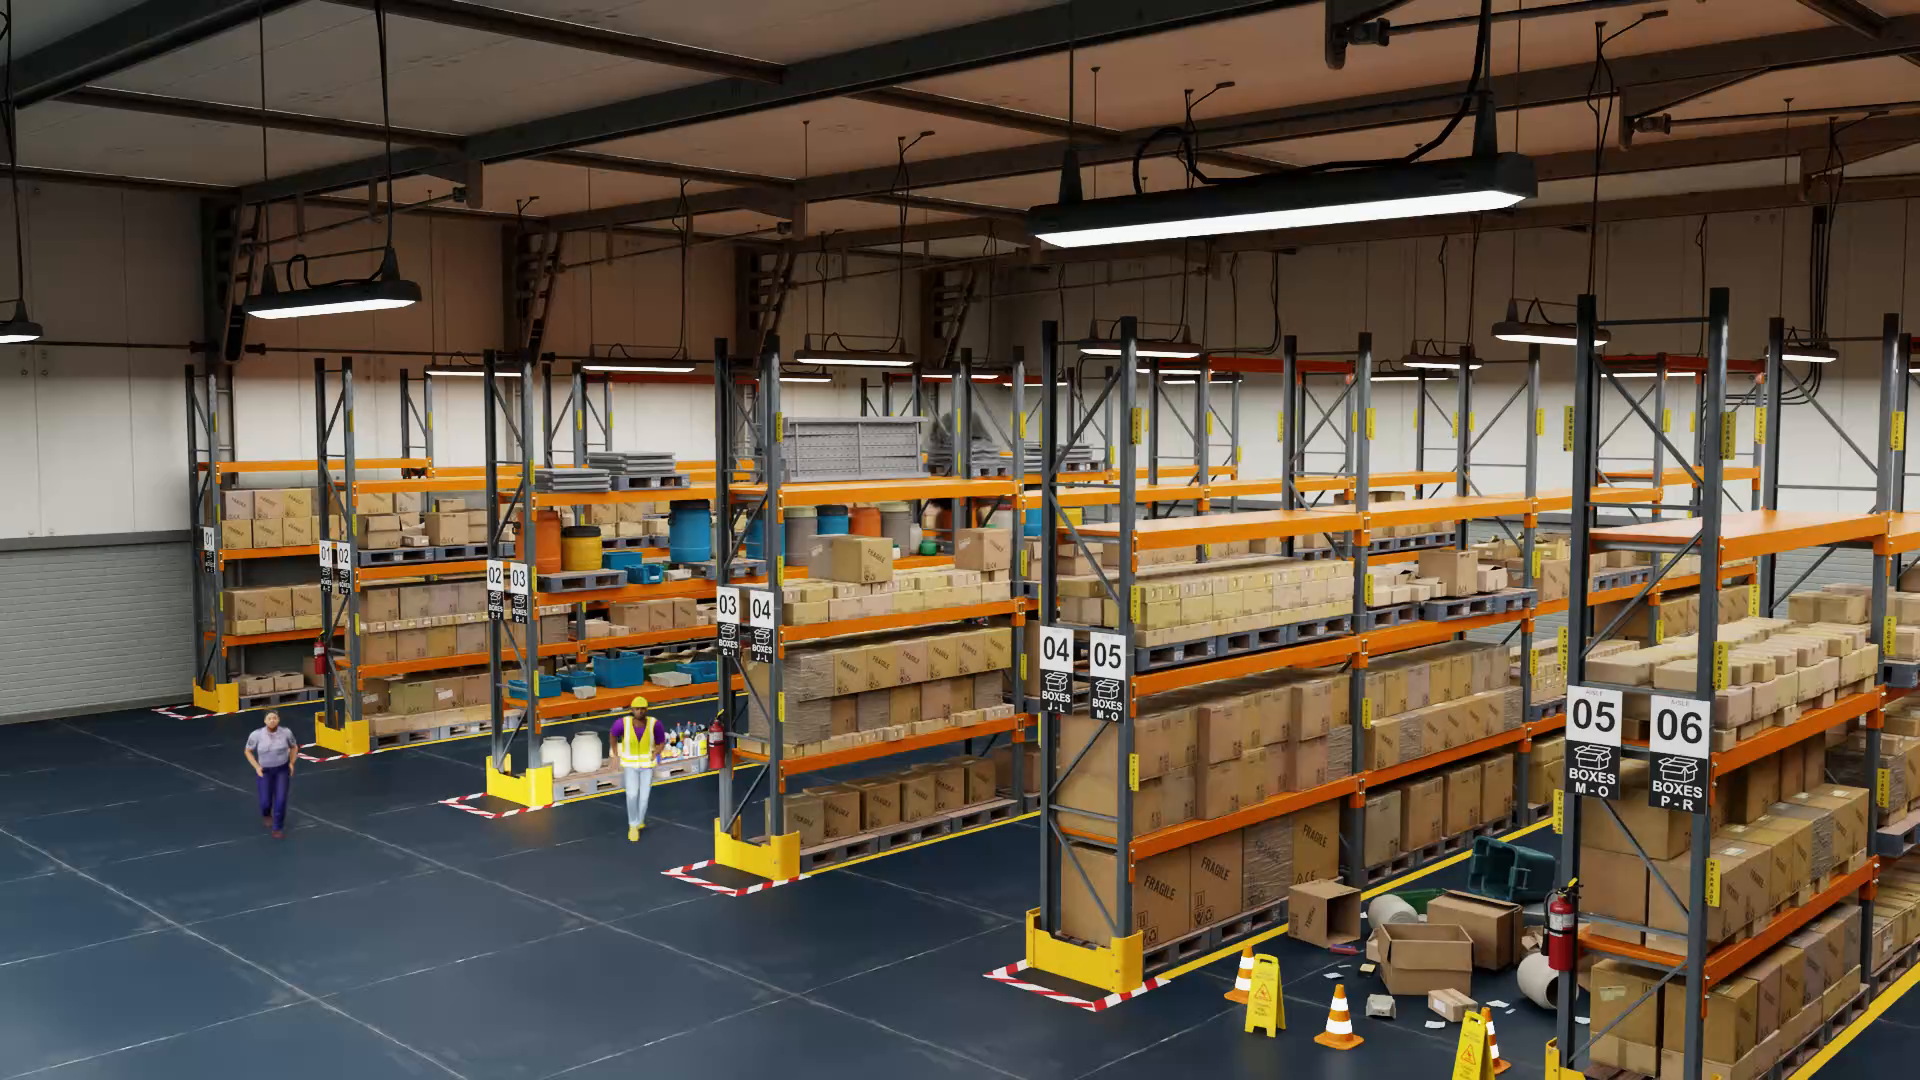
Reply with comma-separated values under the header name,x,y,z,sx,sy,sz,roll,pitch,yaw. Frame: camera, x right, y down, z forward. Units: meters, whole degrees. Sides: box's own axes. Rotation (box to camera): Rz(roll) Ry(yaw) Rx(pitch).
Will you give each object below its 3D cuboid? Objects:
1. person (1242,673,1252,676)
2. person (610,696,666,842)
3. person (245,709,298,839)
name,x,y,z,sx,sy,sz,roll,pitch,yaw
person,4.228,2.584,23.063,1.131,1.618,0.672,-4,6,-42
person,-3.899,2.761,20.188,0.636,1.772,0.837,-2,5,-19
person,-8.400,2.831,20.311,0.607,1.582,0.593,-2,5,-26
